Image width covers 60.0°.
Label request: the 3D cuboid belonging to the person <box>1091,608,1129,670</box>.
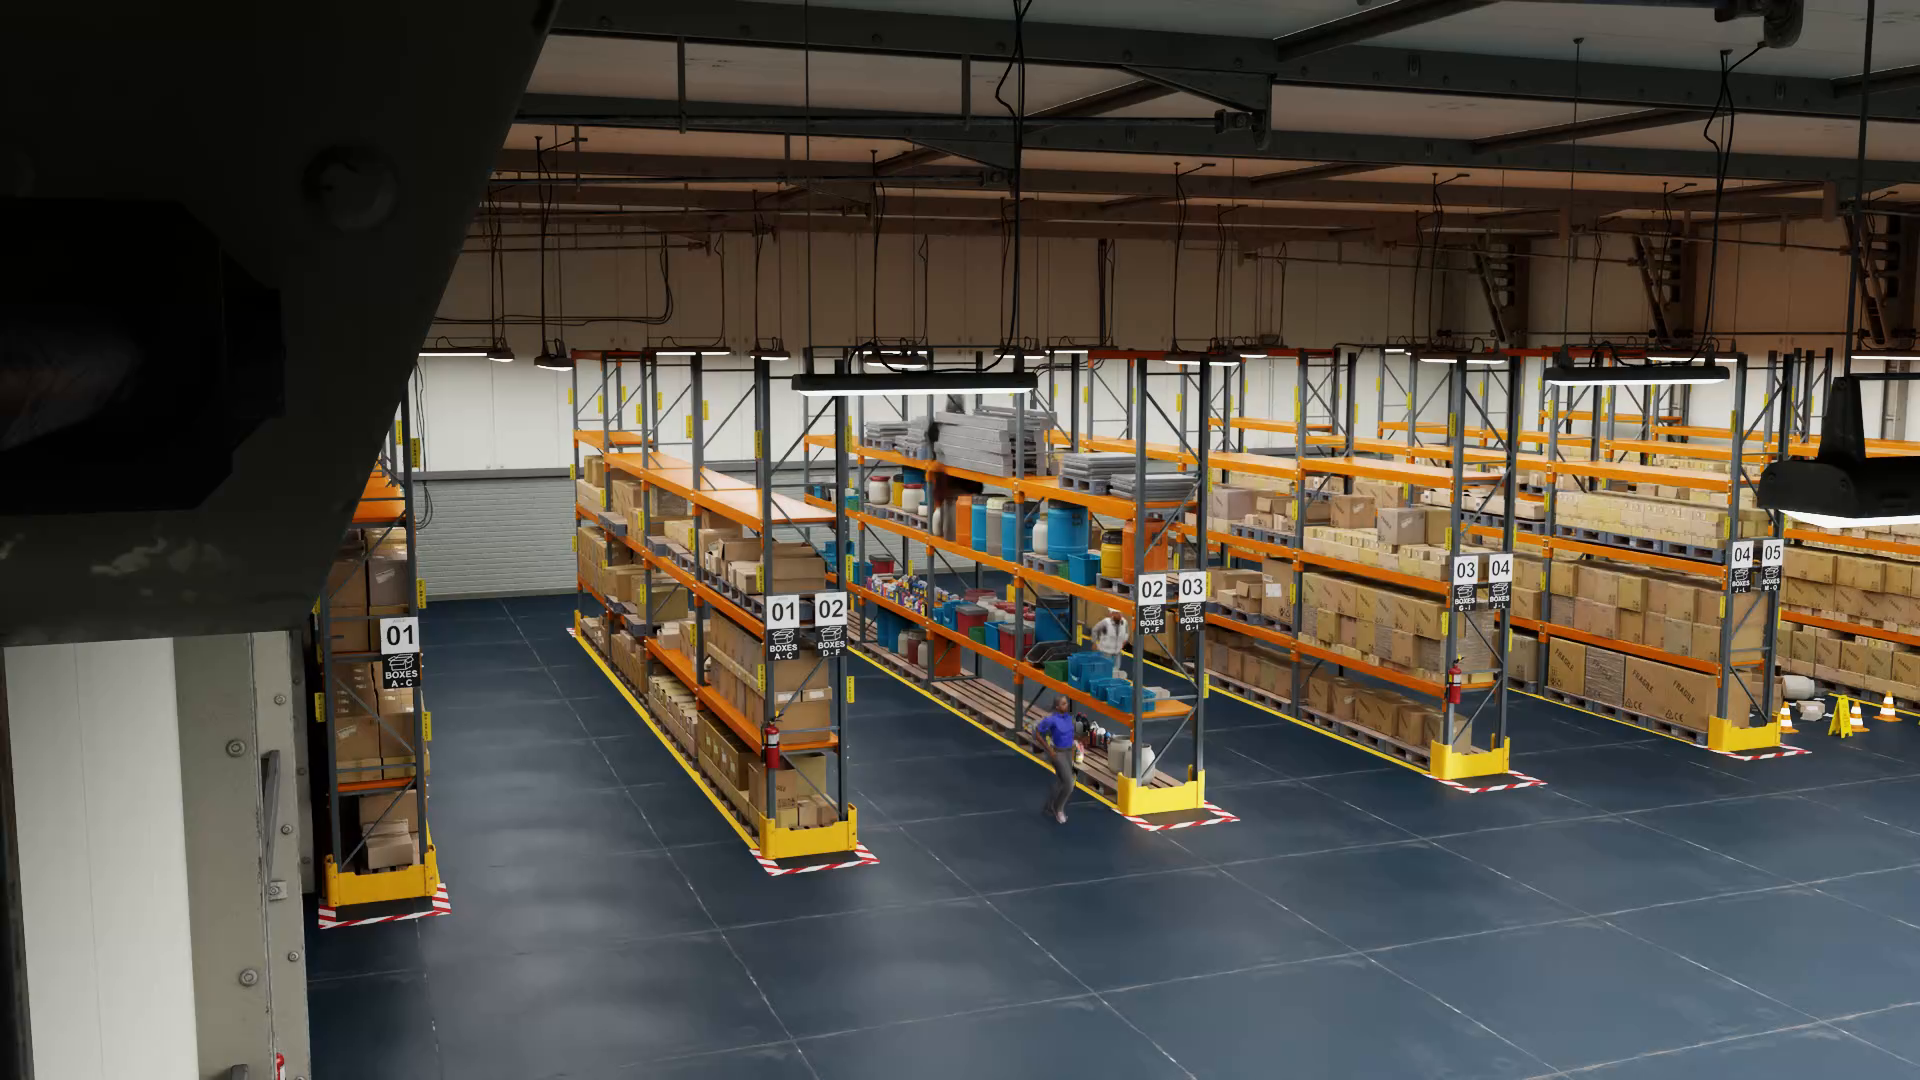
[{"bbox_3d":[2.613,1.923,28.868,0.649,1.705,0.740,-4,8,-27],"label":"person"}]

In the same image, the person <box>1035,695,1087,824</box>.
[{"bbox_3d":[1.339,2.849,21.580,0.654,1.682,0.556,5,9,37],"label":"person"}]
